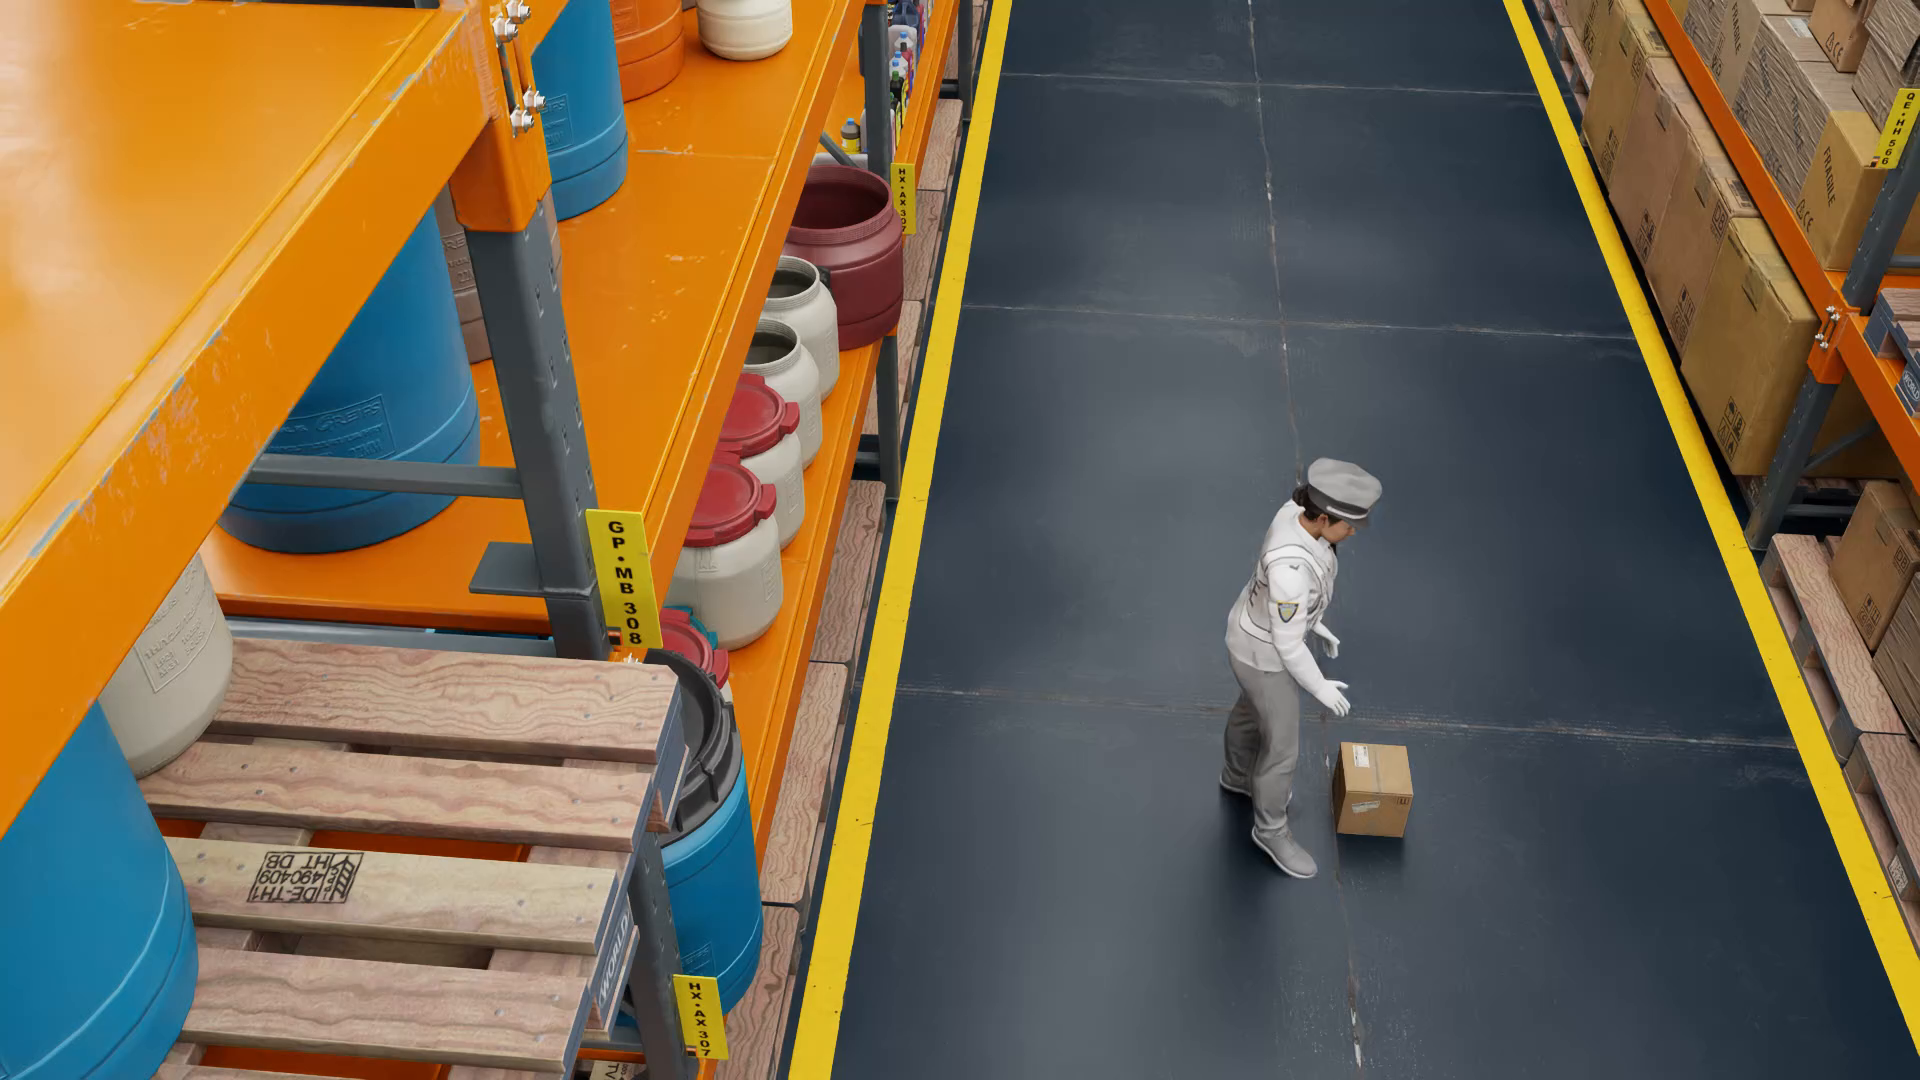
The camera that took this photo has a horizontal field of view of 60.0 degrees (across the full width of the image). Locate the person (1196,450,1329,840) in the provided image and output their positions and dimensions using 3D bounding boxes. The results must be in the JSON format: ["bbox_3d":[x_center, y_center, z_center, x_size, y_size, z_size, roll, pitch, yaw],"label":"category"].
[{"bbox_3d":[1.109,0.401,5.988,0.373,1.719,0.471,4,40,5],"label":"person"}]
